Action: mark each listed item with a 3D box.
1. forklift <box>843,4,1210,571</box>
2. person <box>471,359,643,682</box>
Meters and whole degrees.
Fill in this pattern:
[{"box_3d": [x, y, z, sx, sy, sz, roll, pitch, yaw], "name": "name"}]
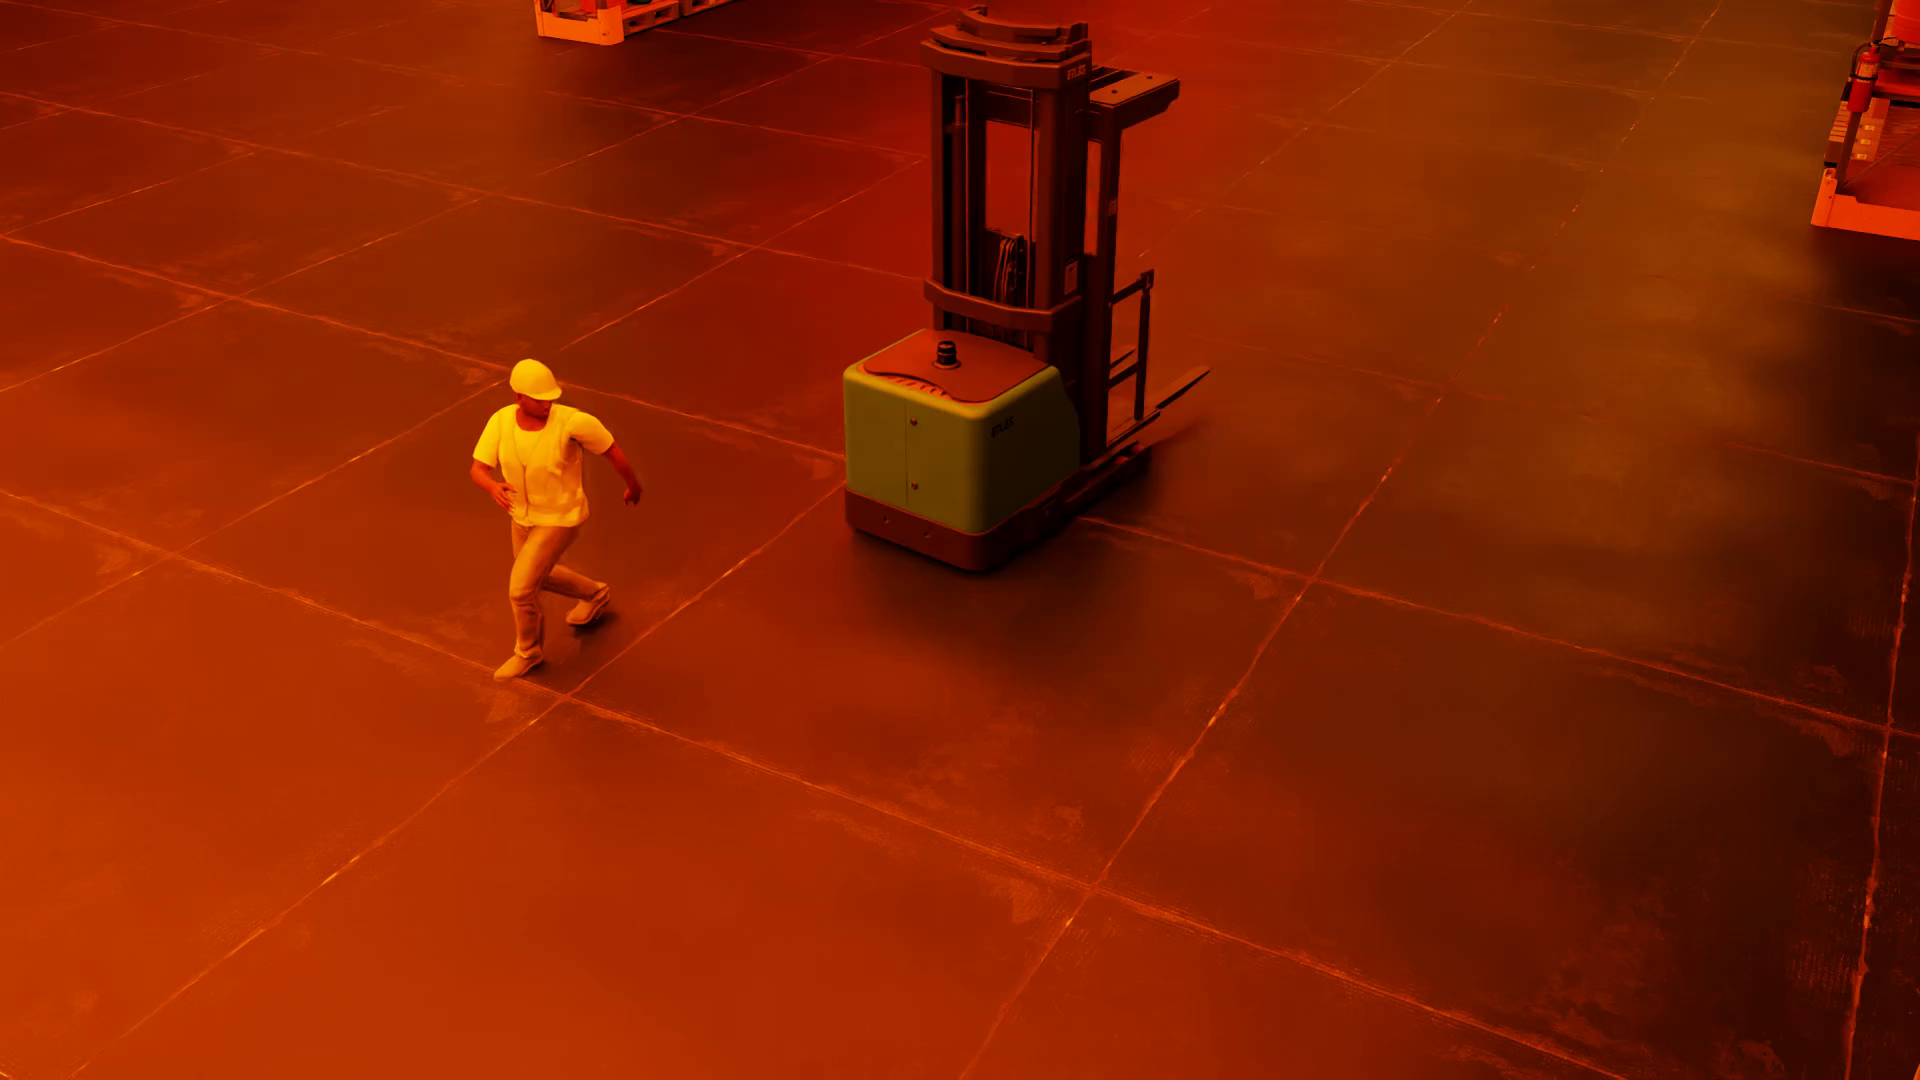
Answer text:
[{"box_3d": [0.586, -1.772, 10.142, 1.130, 2.935, 3.031, 20, 36, 31], "name": "forklift"}, {"box_3d": [-2.144, -0.157, 8.623, 0.595, 1.679, 0.937, 18, 35, 29], "name": "person"}]
